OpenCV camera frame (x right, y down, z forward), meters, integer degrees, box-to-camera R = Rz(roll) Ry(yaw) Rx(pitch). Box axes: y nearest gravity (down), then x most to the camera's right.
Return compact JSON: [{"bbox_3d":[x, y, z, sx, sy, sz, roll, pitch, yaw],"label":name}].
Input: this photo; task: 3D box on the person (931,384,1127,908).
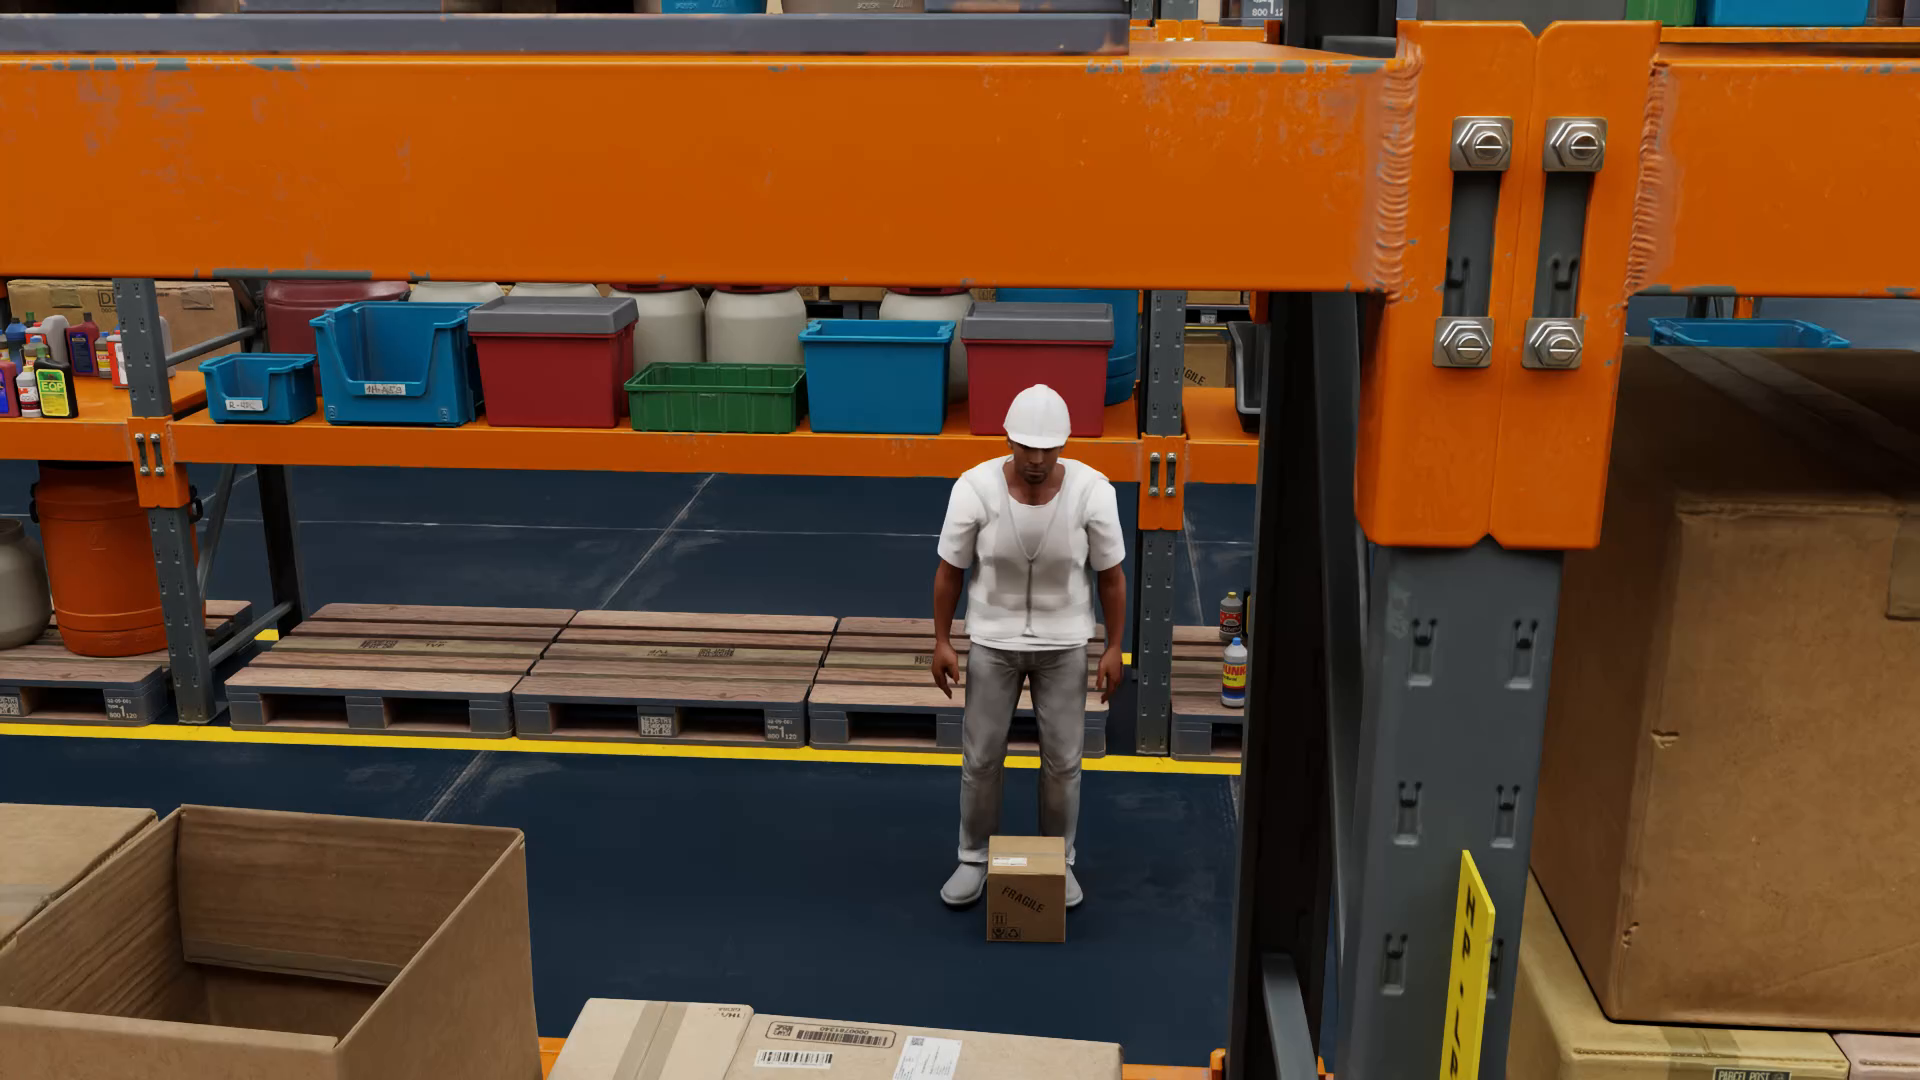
[{"bbox_3d":[0.222,0.350,5.402,0.631,1.760,0.463,1,17,3],"label":"person"}]
